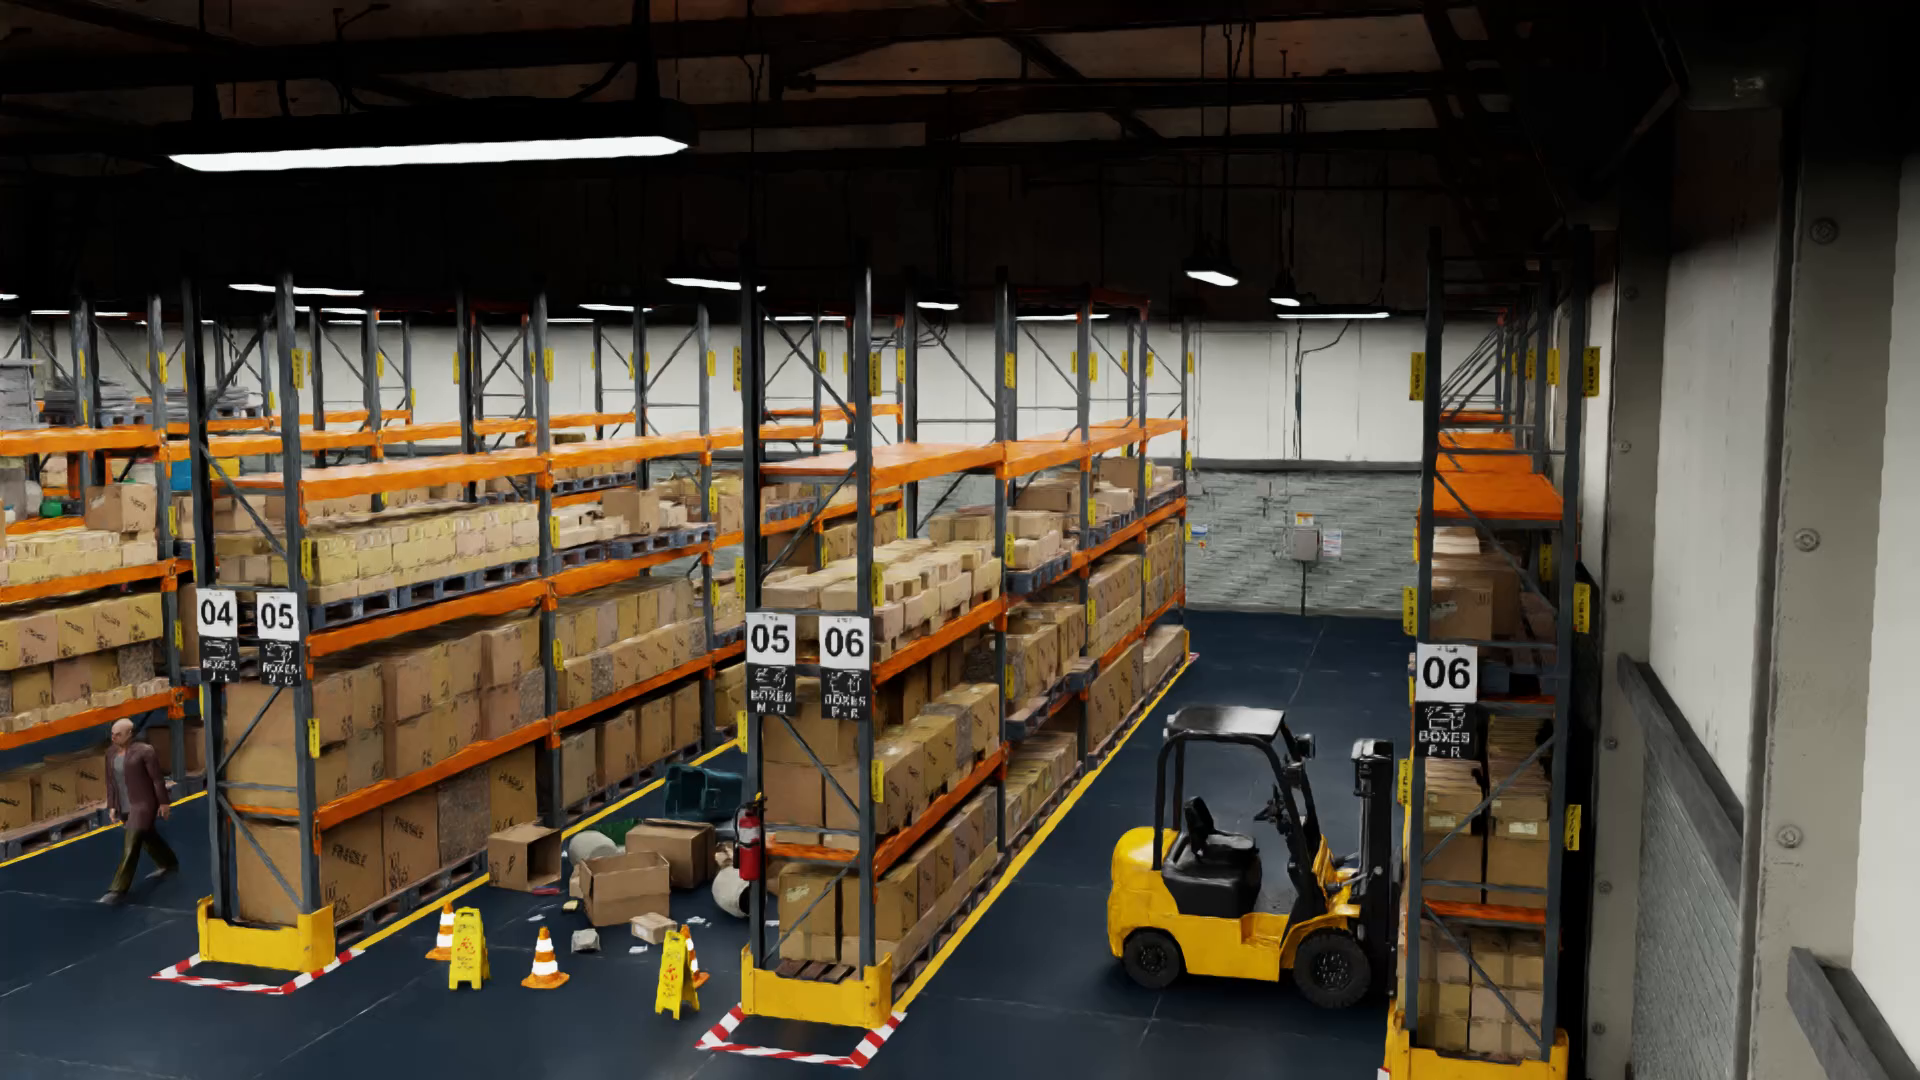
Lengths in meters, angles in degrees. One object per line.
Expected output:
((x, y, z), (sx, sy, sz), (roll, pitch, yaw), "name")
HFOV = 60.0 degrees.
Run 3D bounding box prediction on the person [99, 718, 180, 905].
((-7.917, 2.531, 15.881), (0.598, 1.698, 1.193), (2, 7, 19), "person")
